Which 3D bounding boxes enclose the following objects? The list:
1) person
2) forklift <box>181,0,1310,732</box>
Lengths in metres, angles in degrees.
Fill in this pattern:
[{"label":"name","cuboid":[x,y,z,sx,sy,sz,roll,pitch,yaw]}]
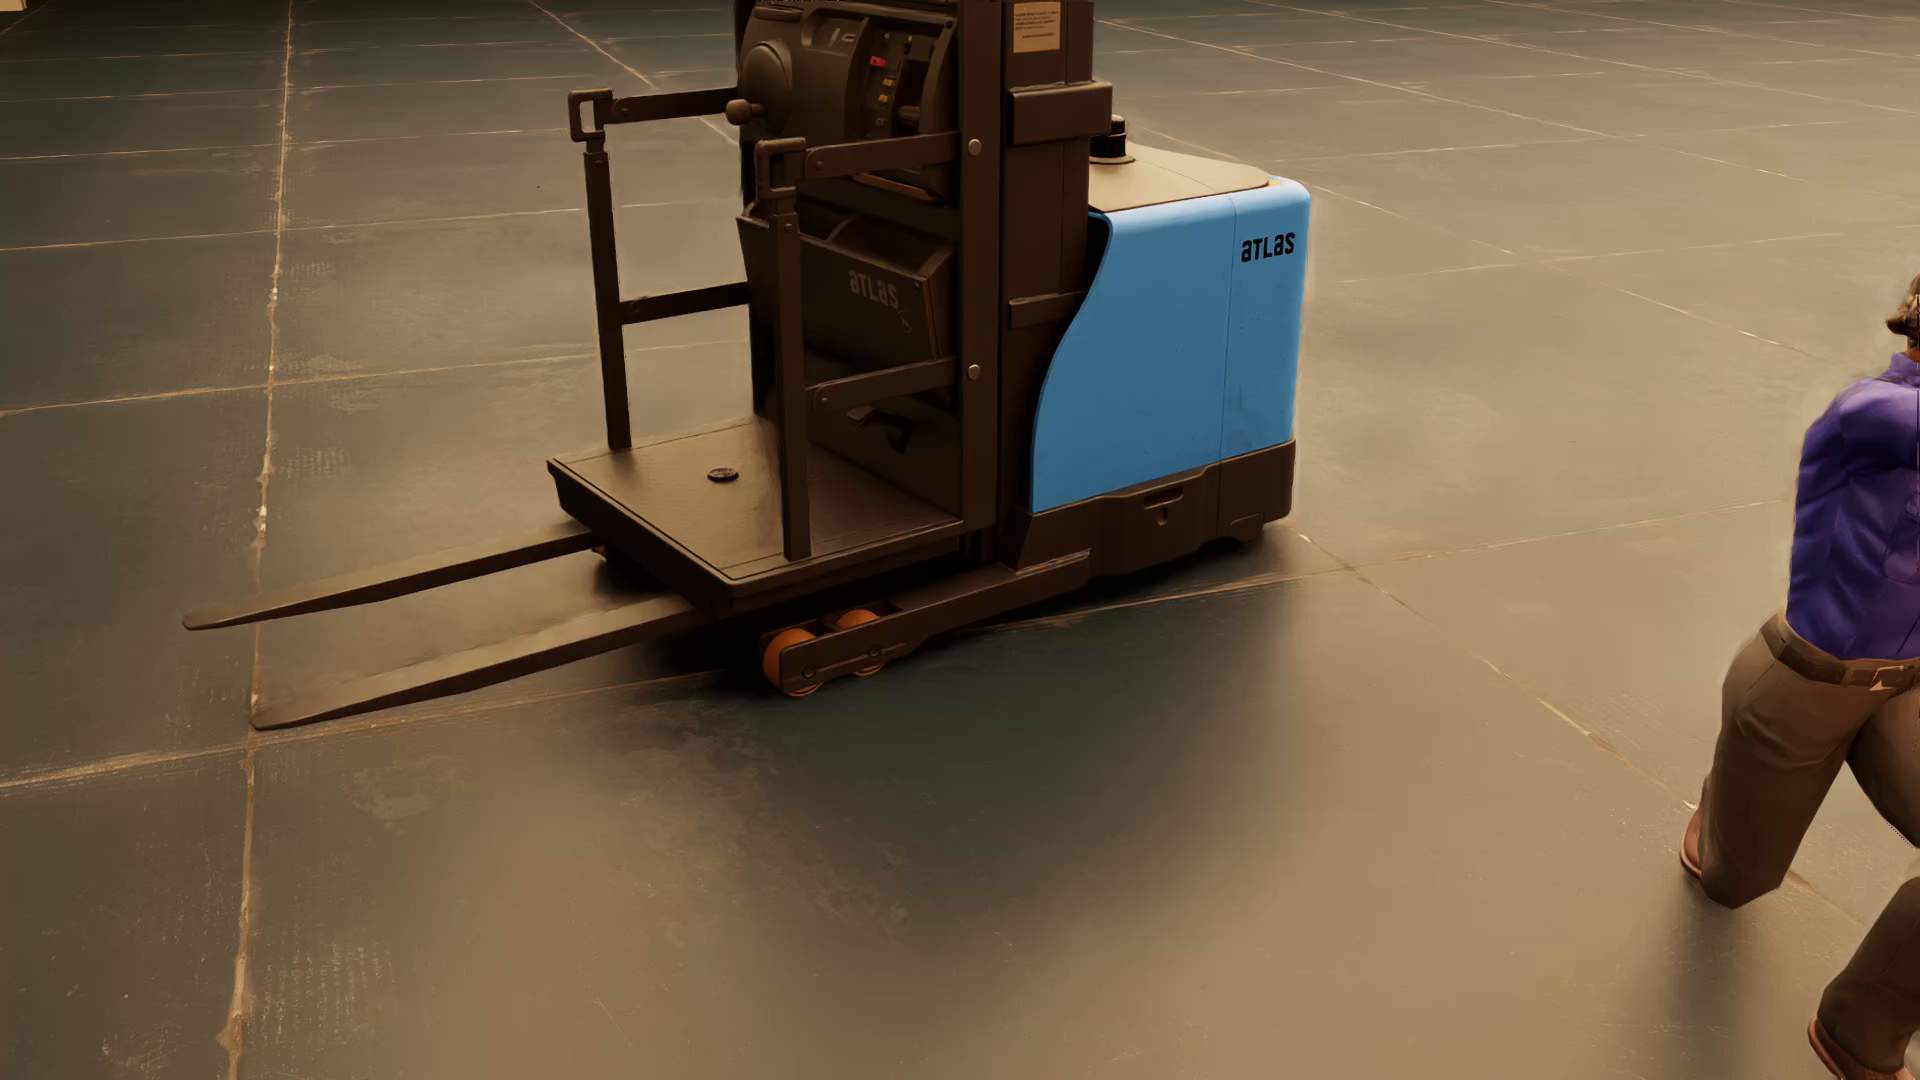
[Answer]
[{"label":"person","cuboid":[1.697,0.199,2.872,0.759,1.403,0.942,-3,23,-7]},{"label":"forklift","cuboid":[-0.474,-1.192,4.133,3.031,2.935,1.130,-16,28,-33]}]
